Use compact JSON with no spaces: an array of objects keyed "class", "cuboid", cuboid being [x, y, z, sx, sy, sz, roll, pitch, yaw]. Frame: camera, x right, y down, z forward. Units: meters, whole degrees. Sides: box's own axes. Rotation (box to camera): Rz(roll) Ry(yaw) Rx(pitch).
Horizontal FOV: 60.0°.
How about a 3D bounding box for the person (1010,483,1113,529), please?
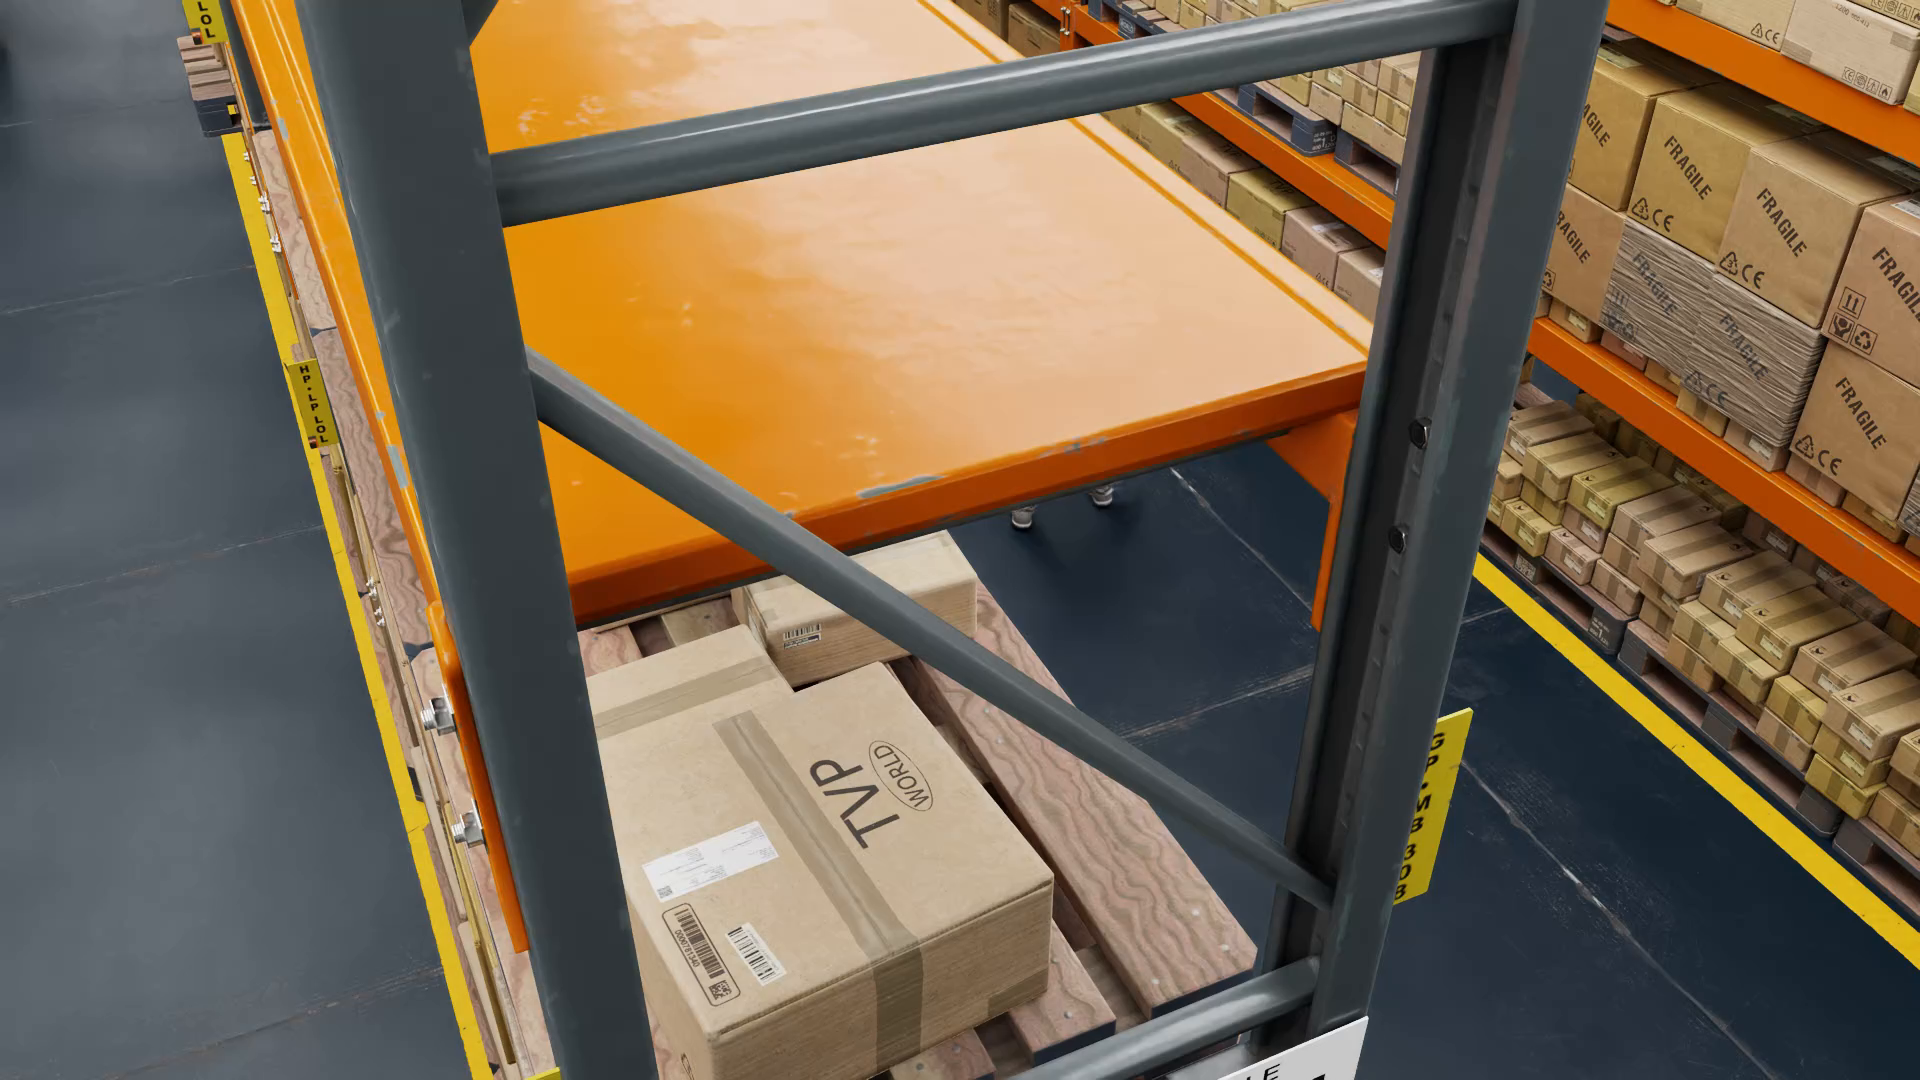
[{"class":"person","cuboid":[0.503,-0.836,7.935,0.538,1.674,0.413,-5,38,-7]}]
